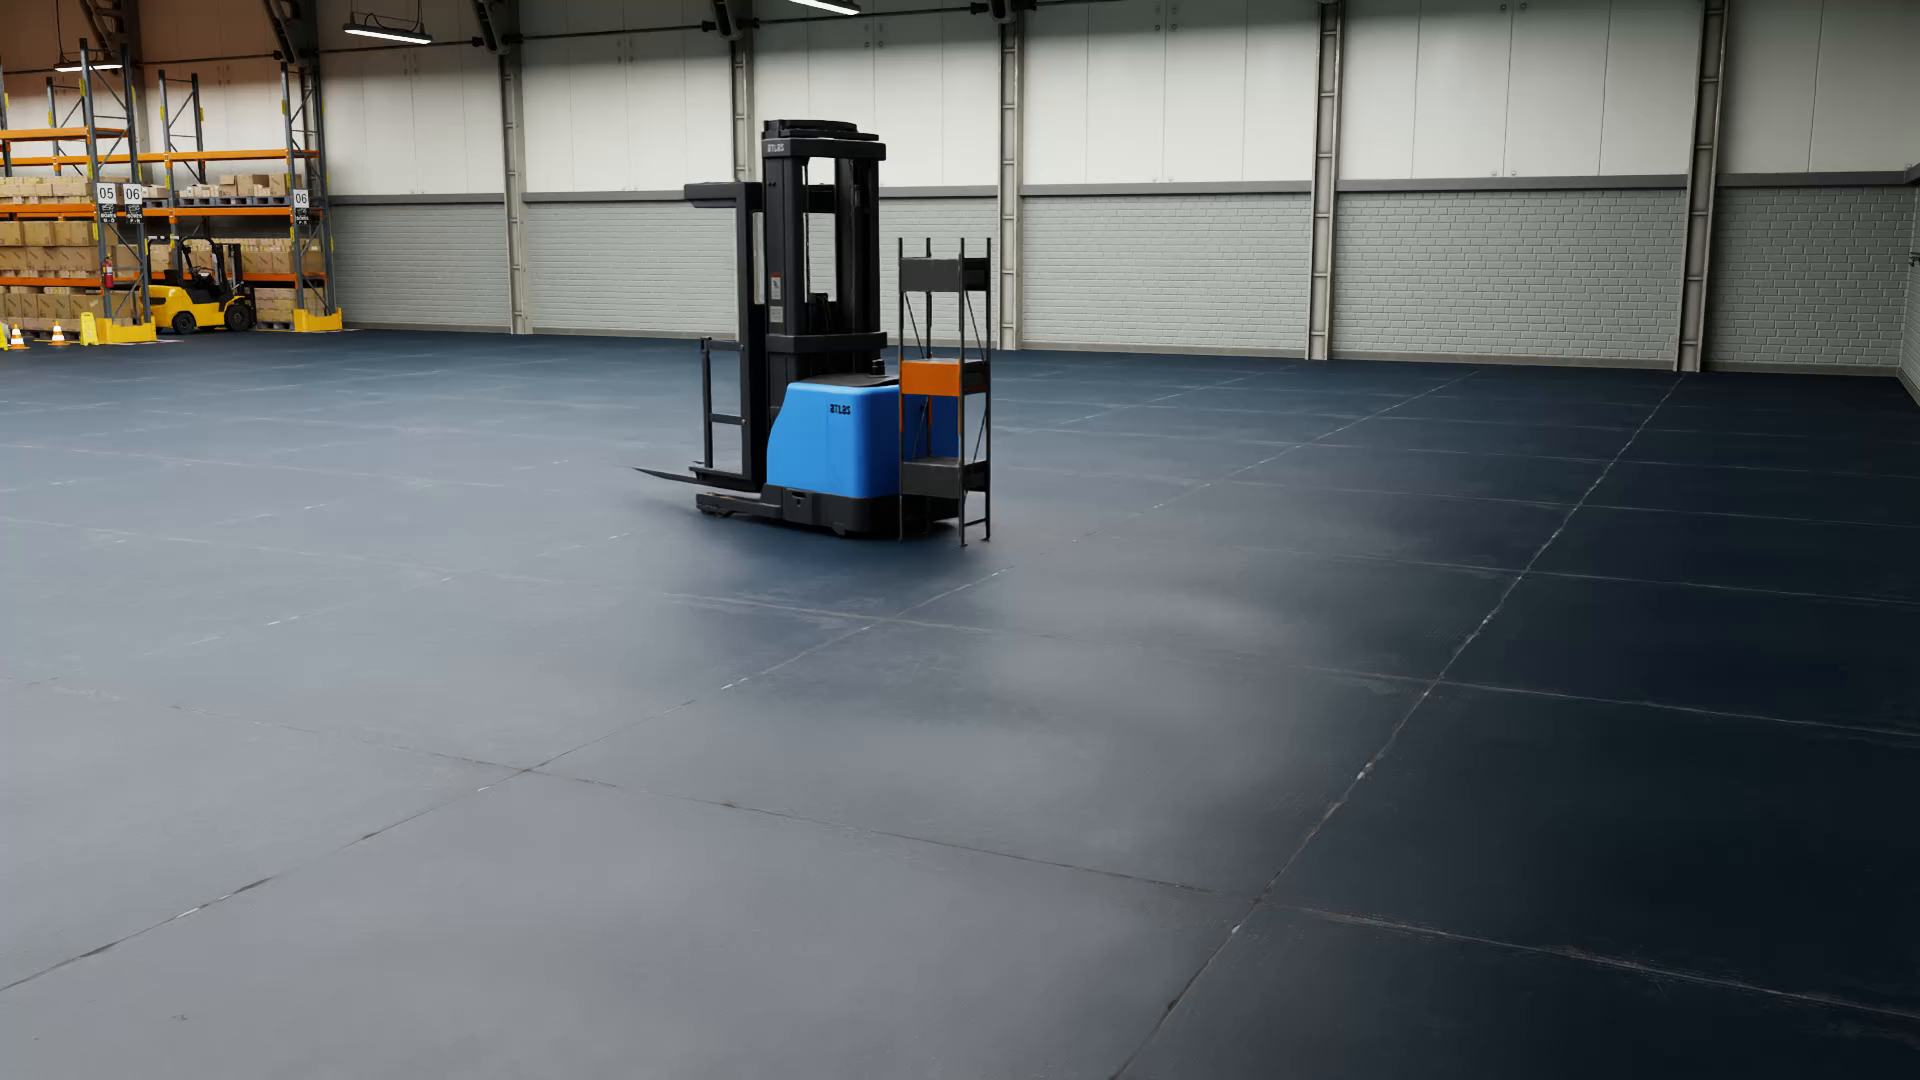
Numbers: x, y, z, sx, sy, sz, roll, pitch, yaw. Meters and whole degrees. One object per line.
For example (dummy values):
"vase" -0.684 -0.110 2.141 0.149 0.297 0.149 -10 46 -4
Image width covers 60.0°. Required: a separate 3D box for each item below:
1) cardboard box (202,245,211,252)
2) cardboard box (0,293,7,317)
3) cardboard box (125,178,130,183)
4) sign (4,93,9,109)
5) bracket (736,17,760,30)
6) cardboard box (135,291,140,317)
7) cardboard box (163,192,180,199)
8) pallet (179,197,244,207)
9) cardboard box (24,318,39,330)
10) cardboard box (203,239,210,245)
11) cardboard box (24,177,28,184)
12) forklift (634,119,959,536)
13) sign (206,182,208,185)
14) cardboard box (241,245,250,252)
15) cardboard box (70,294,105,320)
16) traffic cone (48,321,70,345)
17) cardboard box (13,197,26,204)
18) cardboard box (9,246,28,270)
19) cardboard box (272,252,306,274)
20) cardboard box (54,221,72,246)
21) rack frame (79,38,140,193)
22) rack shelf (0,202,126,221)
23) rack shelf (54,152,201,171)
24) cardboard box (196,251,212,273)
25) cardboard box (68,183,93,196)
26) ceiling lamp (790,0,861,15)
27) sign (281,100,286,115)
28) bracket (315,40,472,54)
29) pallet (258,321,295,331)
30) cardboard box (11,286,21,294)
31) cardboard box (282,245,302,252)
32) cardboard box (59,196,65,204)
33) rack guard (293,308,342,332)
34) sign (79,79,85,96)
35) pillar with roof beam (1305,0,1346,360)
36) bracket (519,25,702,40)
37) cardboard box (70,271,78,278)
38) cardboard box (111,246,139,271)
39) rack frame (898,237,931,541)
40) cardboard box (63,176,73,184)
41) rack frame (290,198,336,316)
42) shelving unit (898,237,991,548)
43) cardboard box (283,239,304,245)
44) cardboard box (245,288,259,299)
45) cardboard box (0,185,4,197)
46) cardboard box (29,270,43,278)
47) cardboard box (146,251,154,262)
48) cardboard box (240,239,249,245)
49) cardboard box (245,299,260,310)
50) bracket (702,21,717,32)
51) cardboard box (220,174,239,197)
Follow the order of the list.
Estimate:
"cardboard box" -17.711 -6.917 39.423 0.250 0.149 0.380 5 12 27
"cardboard box" -20.331 -5.023 35.497 0.500 0.500 0.500 6 12 29
"cardboard box" -20.681 -8.603 40.679 0.500 0.500 0.500 5 12 27
"sign" -20.484 -9.426 35.698 0.005 0.325 0.100 5 11 26
"bracket" -4.210 -10.255 33.017 0.430 0.232 0.235 5 11 26
"cardboard box" -19.713 -5.823 40.969 0.625 0.625 0.875 5 11 25
"cardboard box" -19.222 -8.389 40.485 0.250 0.149 0.380 5 11 26
"pallet" -17.772 -8.052 39.625 1.213 0.211 1.003 5 11 26
"cardboard box" -19.371 -4.572 35.113 0.500 0.250 0.500 5 11 25
"cardboard box" -17.701 -7.064 39.399 0.250 0.149 0.380 5 12 27
"cardboard box" -19.172 -7.448 34.507 0.250 0.149 0.380 5 12 27
"forklift" -1.393 -1.674 12.749 3.031 2.935 1.130 10 14 44
"sign" -18.304 -8.541 40.403 0.005 0.325 0.100 5 11 26
"cardboard box" -16.557 -6.816 38.866 0.250 0.149 0.380 5 11 26
"cardboard box" -17.988 -4.819 34.369 0.500 0.500 0.500 5 11 26
"traffic cone" -18.110 -4.154 33.385 0.334 0.463 0.336 5 11 26
"cardboard box" -19.453 -7.063 34.616 0.250 0.149 0.380 5 11 25
"cardboard box" -19.565 -5.929 34.950 0.500 0.500 0.500 5 11 25
"cardboard box" -15.518 -6.414 38.465 0.500 0.500 0.500 5 11 25
"cardboard box" -18.159 -6.309 34.242 0.500 0.500 0.700 5 11 26
"rack frame" -17.154 -8.527 33.576 0.127 3.000 1.000 5 11 26
"rack shelf" -18.947 -6.854 34.778 4.000 0.370 1.077 5 11 26
"rack shelf" -20.342 -9.242 40.669 4.000 0.370 1.077 5 11 26
"cardboard box" -17.791 -6.617 39.589 0.500 0.500 0.500 5 12 27
"cardboard box" -17.732 -7.121 33.815 0.500 0.250 0.500 5 11 25
"ceiling lamp" -2.020 -10.291 26.932 0.800 3.185 2.000 5 11 26
"sign" -15.214 -9.733 37.394 0.005 0.325 0.100 5 11 26
"bracket" -12.646 -10.996 37.112 4.783 0.066 0.076 5 11 26
"pallet" -15.665 -5.049 39.036 1.213 0.211 1.003 5 11 26
"cardboard box" -19.784 -5.282 35.110 0.250 0.149 0.380 6 12 28
"cardboard box" -15.396 -6.719 38.329 0.250 0.149 0.380 5 11 27
"cardboard box" -18.256 -6.982 34.168 0.250 0.149 0.380 5 11 26
"rack guard" -14.939 -5.136 38.704 0.348 0.500 1.175 5 11 26
"sign" -17.418 -8.977 32.997 0.005 0.325 0.100 5 11 26
"pillar with roof beam" 4.431 -6.940 24.807 0.548 9.000 9.100 5 11 26
"bracket" -7.265 -10.523 34.500 4.783 0.066 0.076 5 11 26
"cardboard box" -18.081 -5.472 34.249 0.250 0.149 0.380 5 11 25
"cardboard box" -17.456 -5.852 34.525 0.500 0.500 0.500 5 11 25
"rack frame" -0.315 -1.056 11.669 0.015 2.100 0.400 6 12 30
"cardboard box" -18.039 -7.343 33.922 0.250 0.149 0.380 5 11 25
"rack frame" -14.961 -6.368 38.492 0.127 3.000 1.000 5 11 26
"shelving unit" -0.104 -1.034 11.548 0.503 2.100 0.431 6 12 30
"cardboard box" -15.375 -6.877 38.368 0.250 0.149 0.380 5 11 26
"cardboard box" -16.429 -5.777 38.963 0.500 0.250 0.500 5 11 27
"cardboard box" -20.001 -7.321 34.922 0.500 0.250 0.500 5 11 25
"cardboard box" -19.219 -5.573 34.803 0.250 0.149 0.380 5 11 26
"cardboard box" -19.566 -6.892 40.408 0.500 0.250 0.500 5 11 24
"cardboard box" -16.564 -6.962 38.836 0.250 0.149 0.380 5 12 27
"cardboard box" -16.453 -5.534 39.025 0.500 0.250 0.500 5 11 25
"bracket" -4.954 -10.320 33.378 0.430 0.232 0.235 5 11 26
"cardboard box" -16.848 -8.295 38.969 0.637 0.503 0.797 5 12 28
